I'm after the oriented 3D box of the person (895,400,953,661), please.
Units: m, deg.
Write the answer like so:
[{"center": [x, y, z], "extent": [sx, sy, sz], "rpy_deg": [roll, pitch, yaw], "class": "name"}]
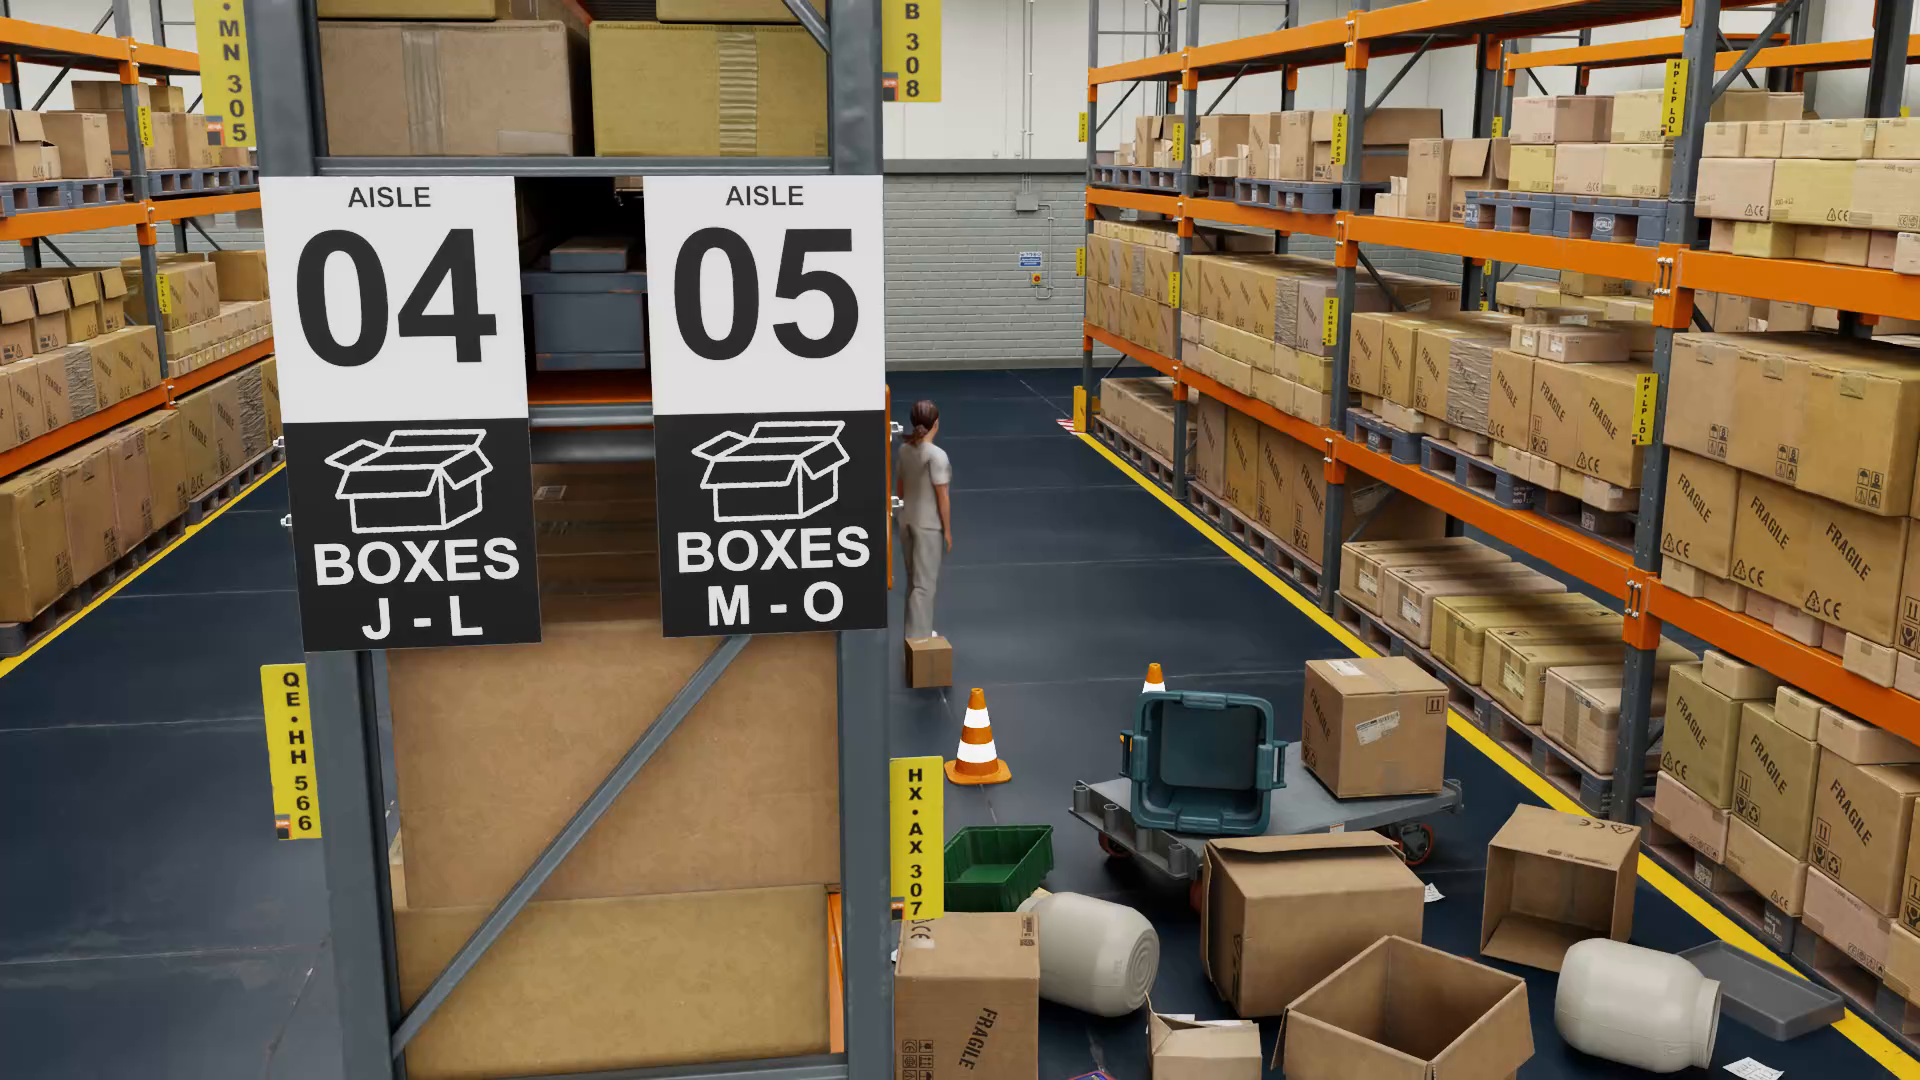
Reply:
[{"center": [-0.215, -0.063, 10.679], "extent": [0.496, 1.669, 0.519], "rpy_deg": [-10, 17, -37], "class": "person"}]
